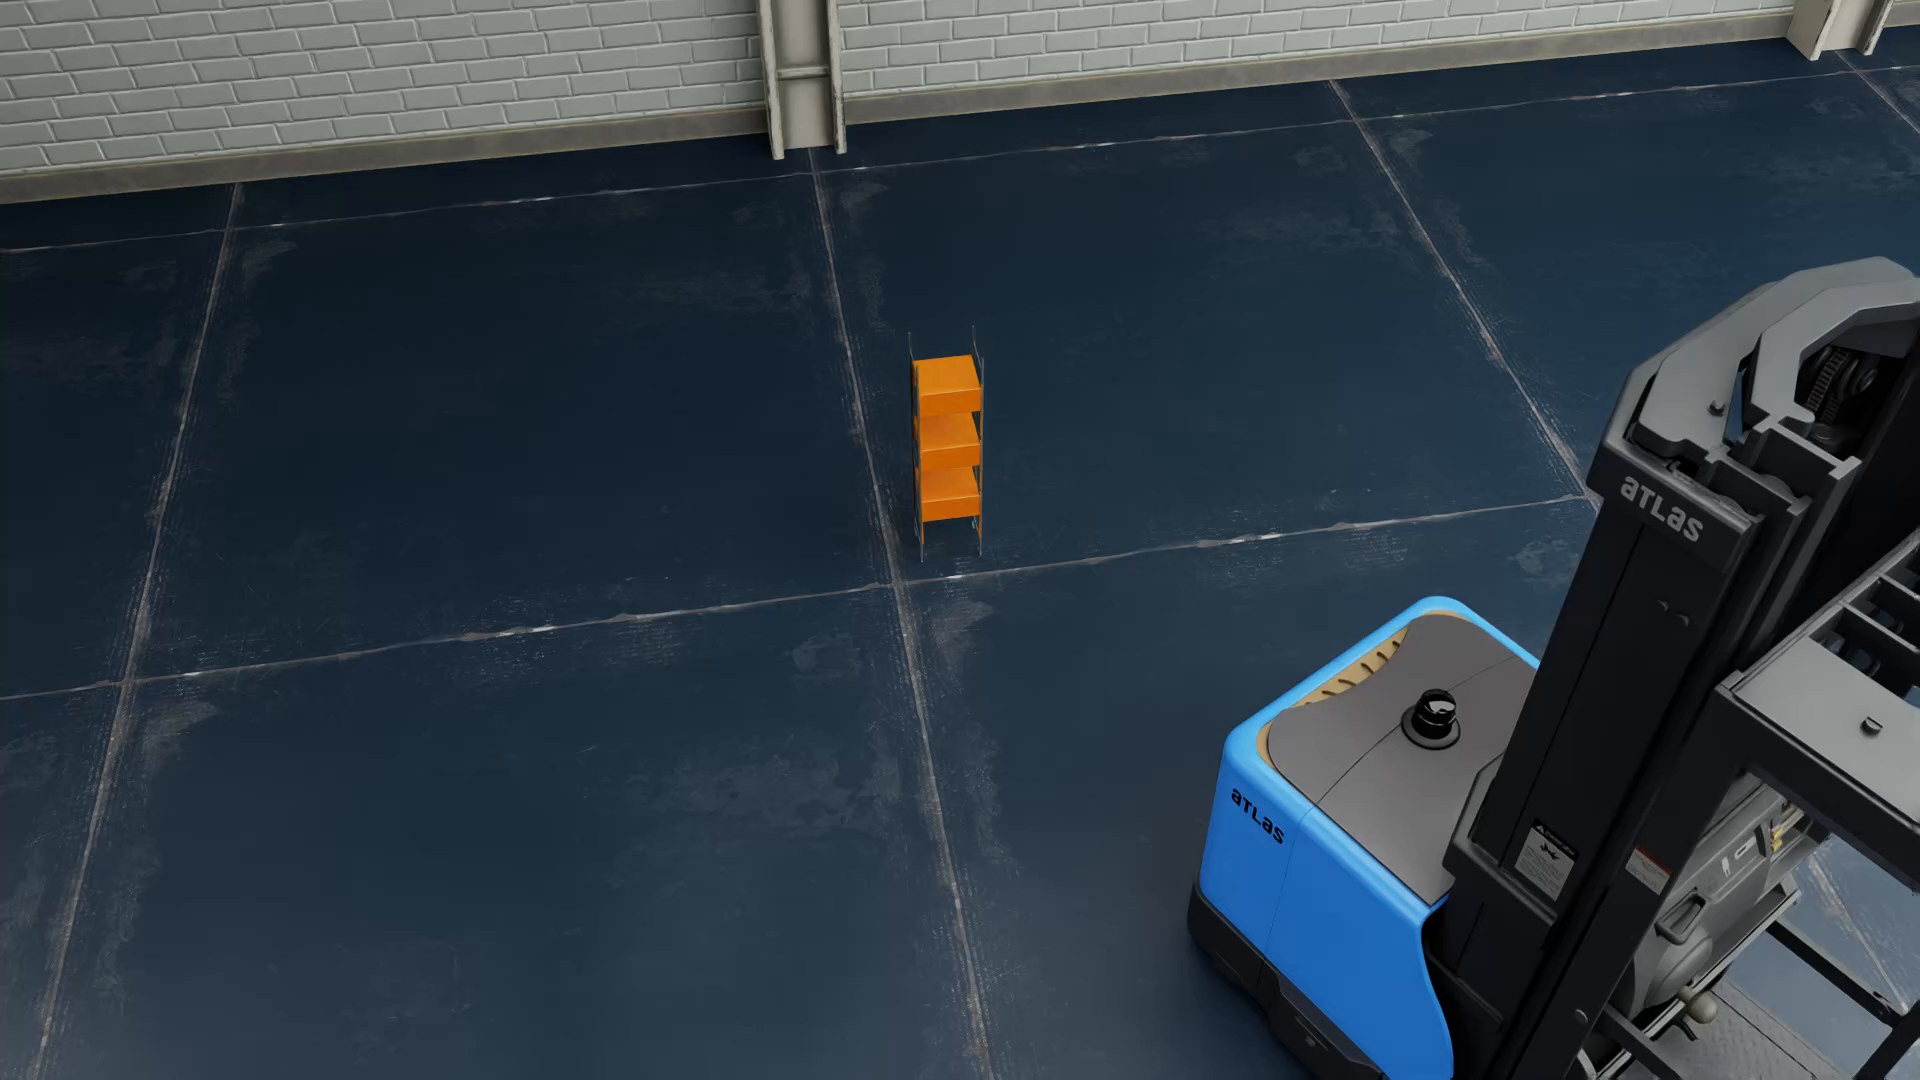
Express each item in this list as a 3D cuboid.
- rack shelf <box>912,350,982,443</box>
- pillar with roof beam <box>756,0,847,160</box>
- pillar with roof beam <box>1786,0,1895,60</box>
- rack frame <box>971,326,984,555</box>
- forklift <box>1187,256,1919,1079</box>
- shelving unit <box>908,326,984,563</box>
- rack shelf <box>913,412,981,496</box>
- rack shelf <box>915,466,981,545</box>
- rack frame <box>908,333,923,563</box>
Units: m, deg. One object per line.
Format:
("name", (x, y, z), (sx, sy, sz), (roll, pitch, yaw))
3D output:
("rack shelf", (-0.053, -0.547, 6.362), (0.240, 0.259, 0.215), (-7, 46, -7))
("pillar with roof beam", (-0.097, -2.238, 2.850), (0.400, 9.000, 9.100), (-7, 46, -7))
("pillar with roof beam", (5.815, -2.974, 3.560), (0.400, 9.000, 9.100), (-7, 46, -7))
("rack frame", (0.067, -0.373, 6.573), (0.008, 1.050, 0.200), (-7, 46, -7))
("forklift", (2.071, 0.930, 4.012), (1.130, 2.935, 3.031), (-30, 53, -25))
("shelving unit", (-0.053, -0.358, 6.559), (0.252, 1.050, 0.215), (-7, 46, -7))
("rack shelf", (-0.053, -0.350, 6.566), (0.240, 0.259, 0.215), (-7, 46, -7))
("rack shelf", (-0.053, -0.158, 6.767), (0.240, 0.259, 0.215), (-7, 46, -7))
("rack frame", (-0.173, -0.343, 6.544), (0.008, 1.050, 0.200), (-7, 46, -7))
